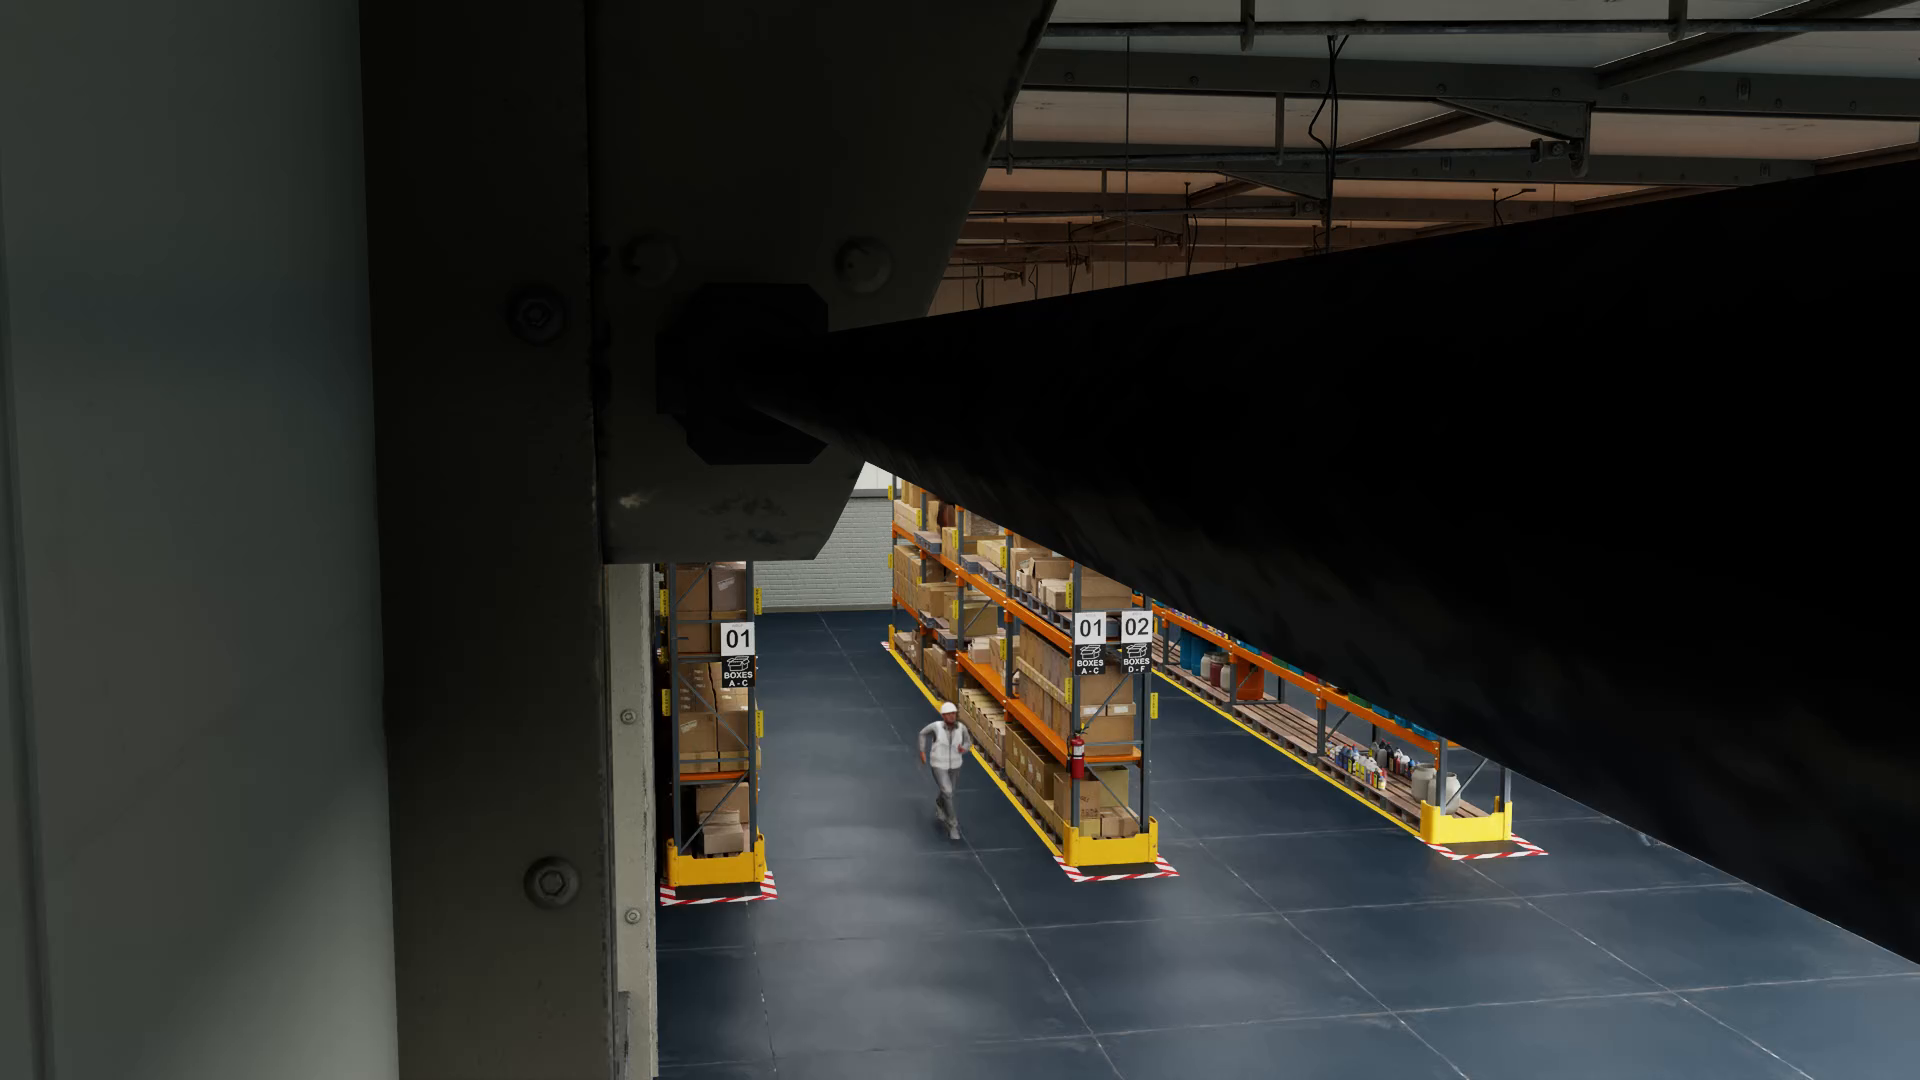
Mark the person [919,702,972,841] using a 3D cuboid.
[{"bbox_3d":[-0.185,3.046,22.326,0.678,1.814,0.944,-2,7,-19],"label":"person"}]
